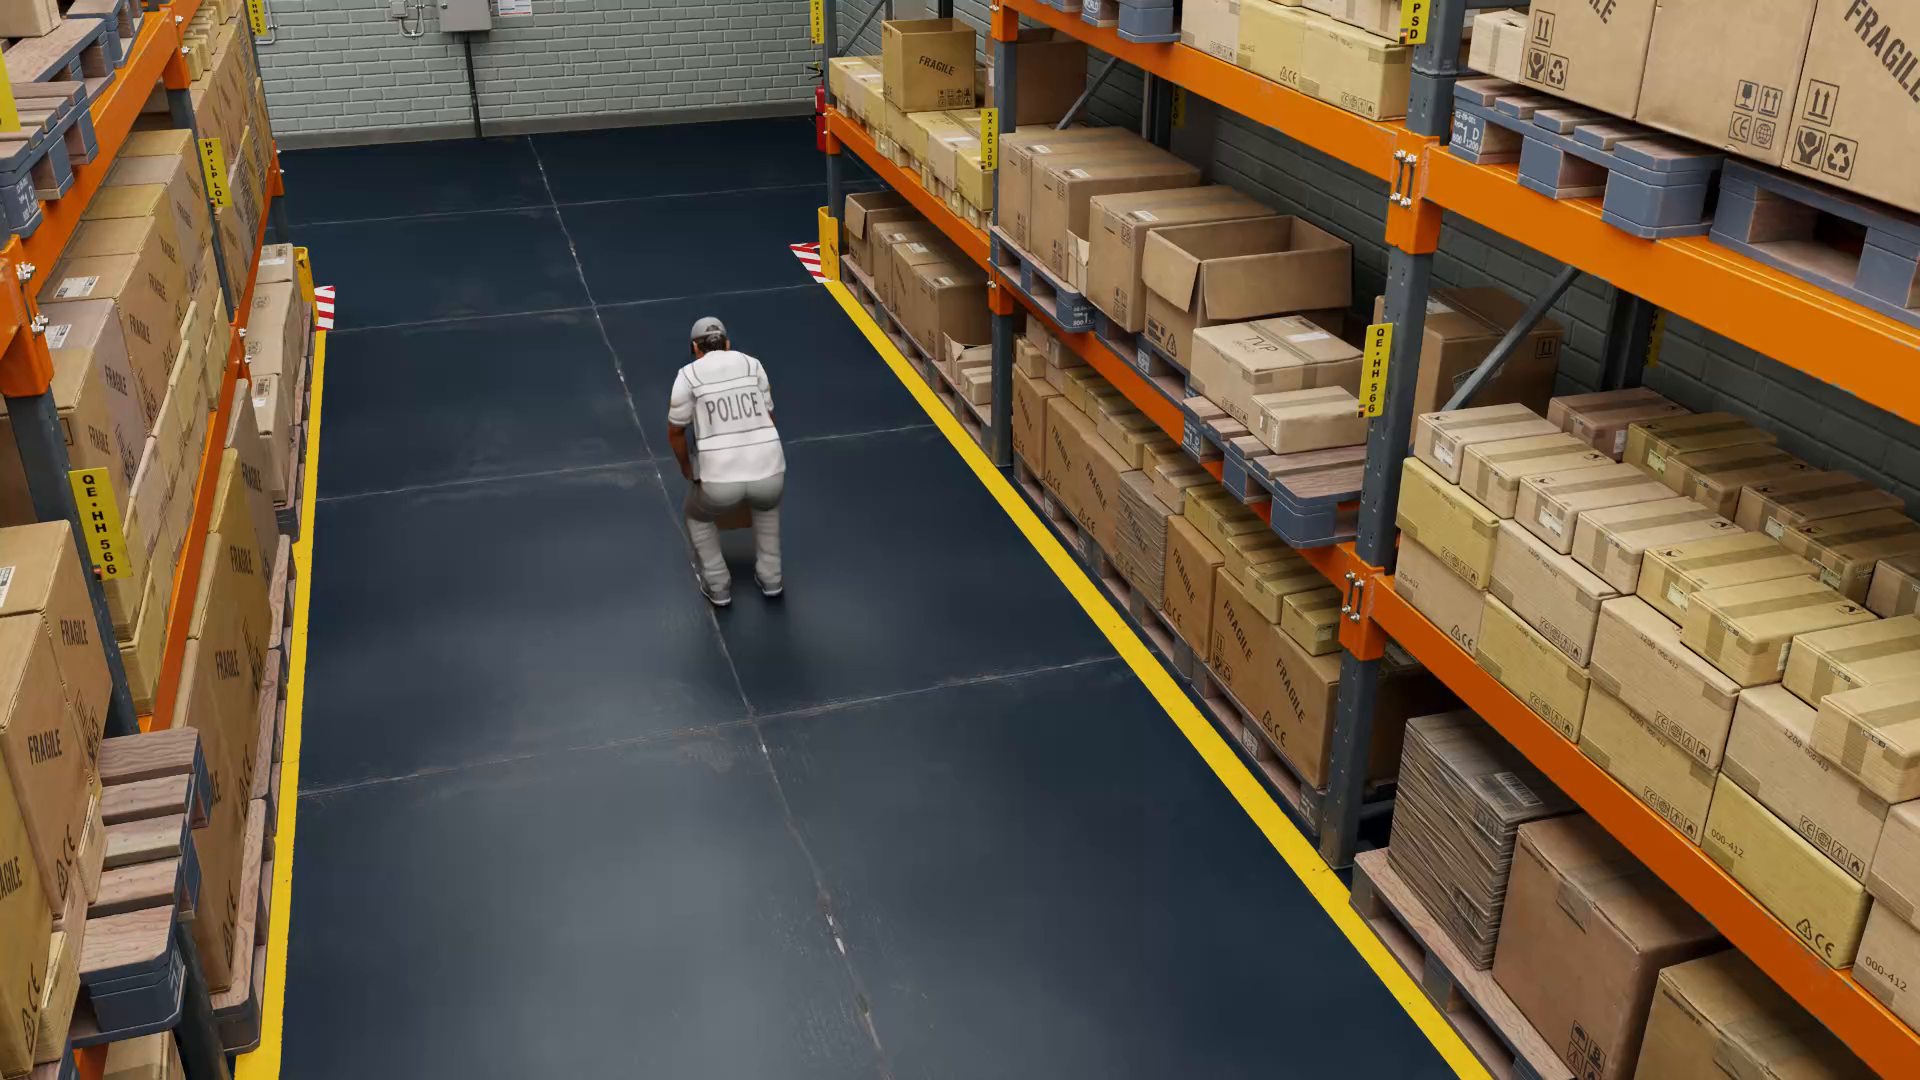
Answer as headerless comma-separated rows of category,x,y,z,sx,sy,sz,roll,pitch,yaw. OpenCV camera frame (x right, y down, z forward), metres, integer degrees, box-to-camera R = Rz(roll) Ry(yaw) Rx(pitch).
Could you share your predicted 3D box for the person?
person,-1.146,-0.362,8.171,0.534,1.379,0.727,-8,28,-16
